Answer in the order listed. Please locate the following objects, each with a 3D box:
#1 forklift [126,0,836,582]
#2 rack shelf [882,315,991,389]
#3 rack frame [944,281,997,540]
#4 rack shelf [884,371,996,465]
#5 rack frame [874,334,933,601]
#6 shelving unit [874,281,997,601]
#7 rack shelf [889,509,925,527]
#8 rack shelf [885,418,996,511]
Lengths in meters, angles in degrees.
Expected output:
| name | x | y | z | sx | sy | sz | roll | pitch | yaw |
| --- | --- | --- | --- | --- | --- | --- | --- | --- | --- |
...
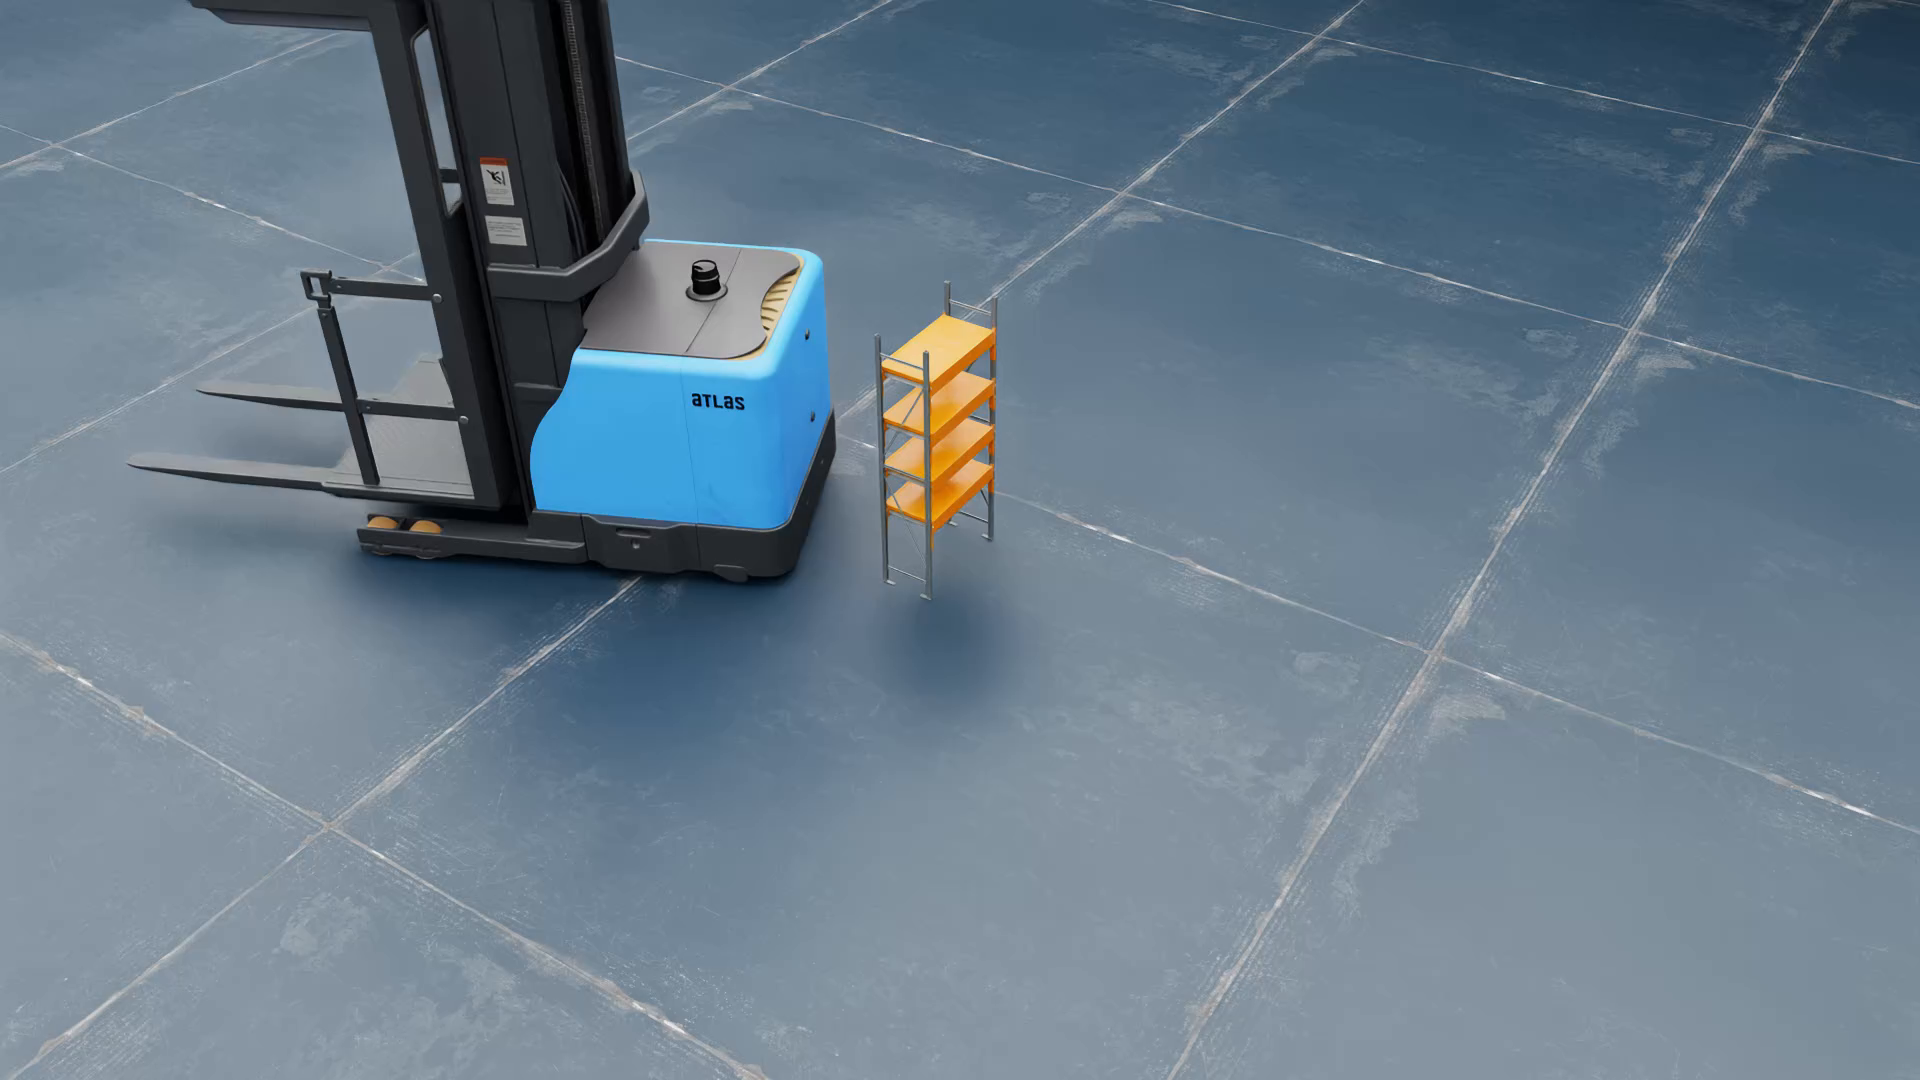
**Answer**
| name | x | y | z | sx | sy | sz | roll | pitch | yaw |
| --- | --- | --- | --- | --- | --- | --- | --- | --- | --- |
| forklift | -2.131 | -1.391 | 6.653 | 3.031 | 2.935 | 1.130 | 5 | 38 | 7 |
| rack shelf | -0.089 | -0.732 | 6.509 | 0.221 | 0.050 | 0.457 | 21 | 42 | 25 |
| rack frame | 0.042 | -0.516 | 6.936 | 0.240 | 1.200 | 0.015 | 21 | 42 | 25 |
| rack shelf | -0.089 | -0.514 | 6.677 | 0.258 | 0.148 | 0.480 | 21 | 42 | 25 |
| rack frame | -0.219 | -0.264 | 6.610 | 0.240 | 1.200 | 0.015 | 21 | 42 | 25 |
| shelving unit | -0.089 | -0.390 | 6.773 | 0.258 | 1.200 | 0.503 | 21 | 42 | 25 |
| rack shelf | -0.089 | -0.202 | 6.918 | 0.199 | 0.029 | 0.442 | 21 | 42 | 25 |
| rack shelf | -0.089 | -0.337 | 6.814 | 0.258 | 0.148 | 0.480 | 21 | 42 | 25 |
